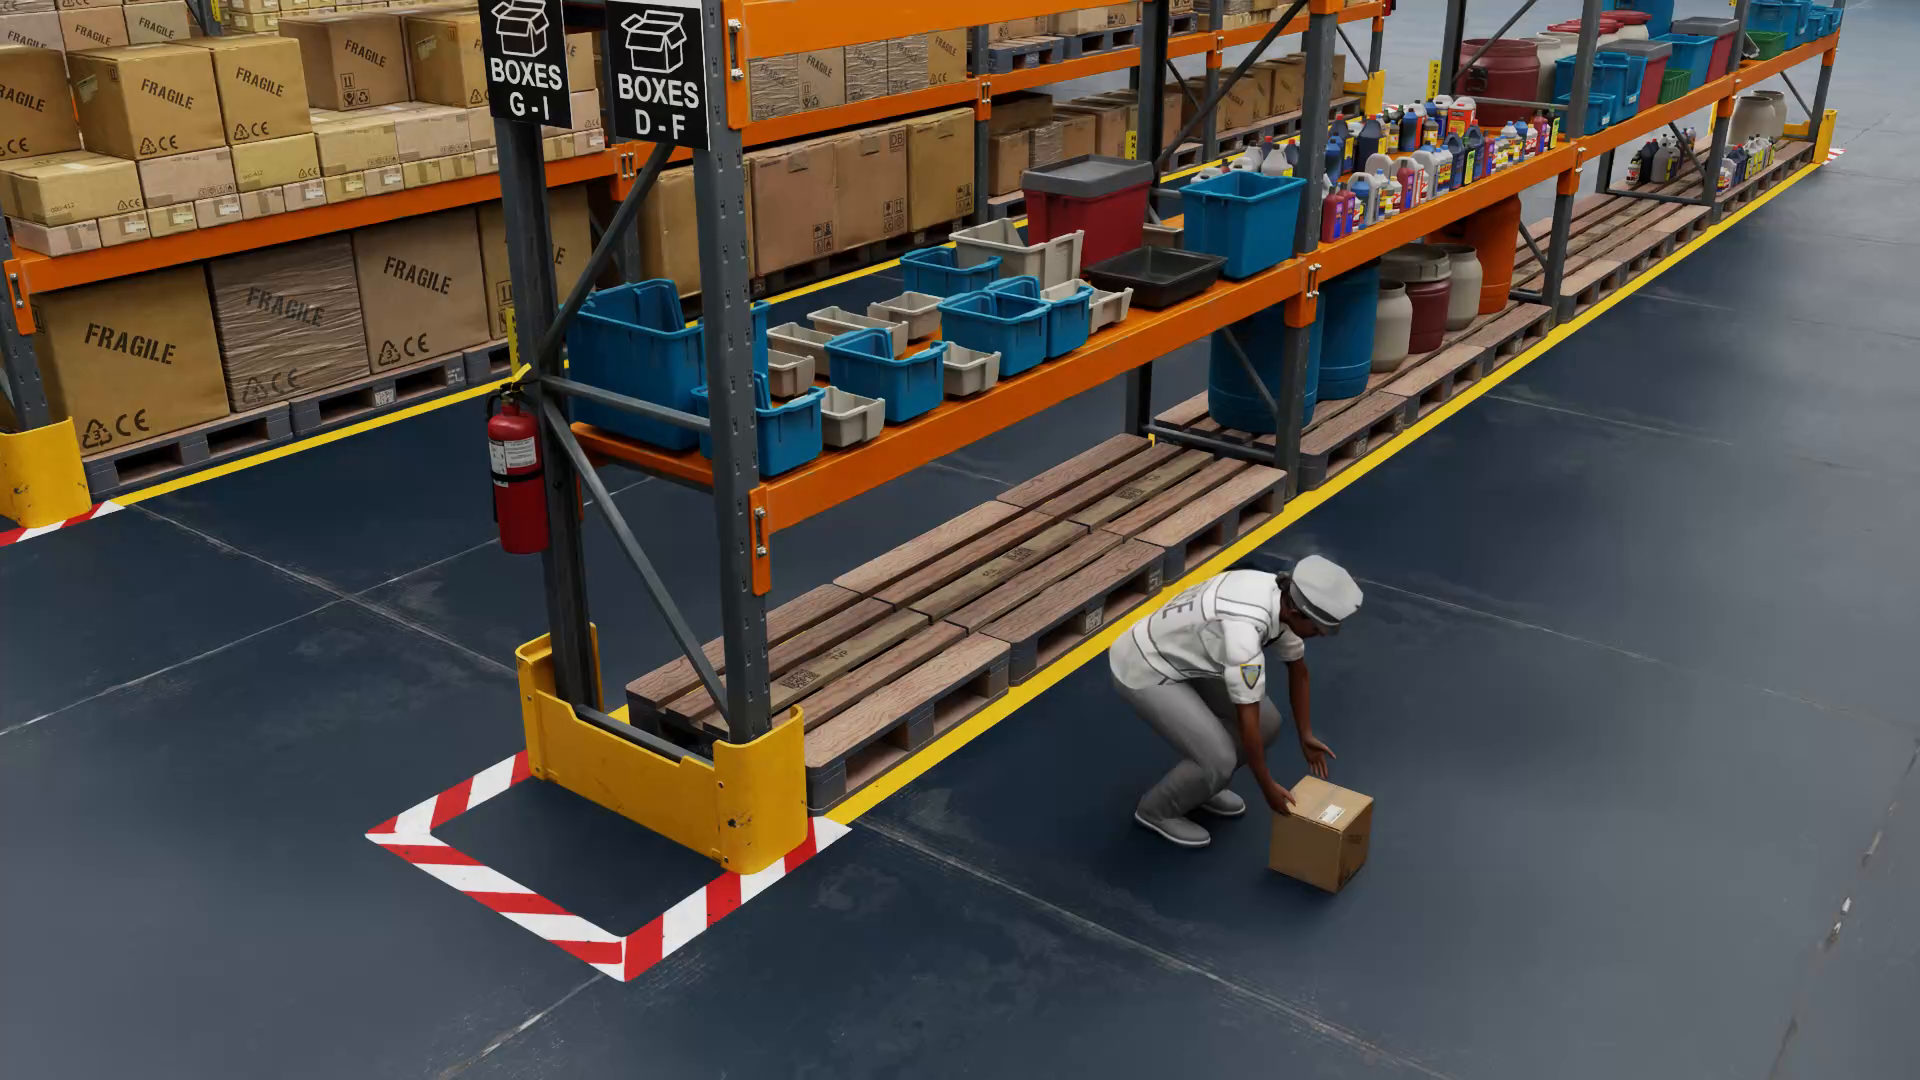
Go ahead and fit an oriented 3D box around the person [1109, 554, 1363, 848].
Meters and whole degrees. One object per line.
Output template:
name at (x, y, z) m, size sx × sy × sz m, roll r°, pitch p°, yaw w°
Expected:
person at (0.930, 0.520, 5.714) m, size 0.835 × 1.083 × 0.494 m, roll 17°, pitch 28°, yaw 33°
